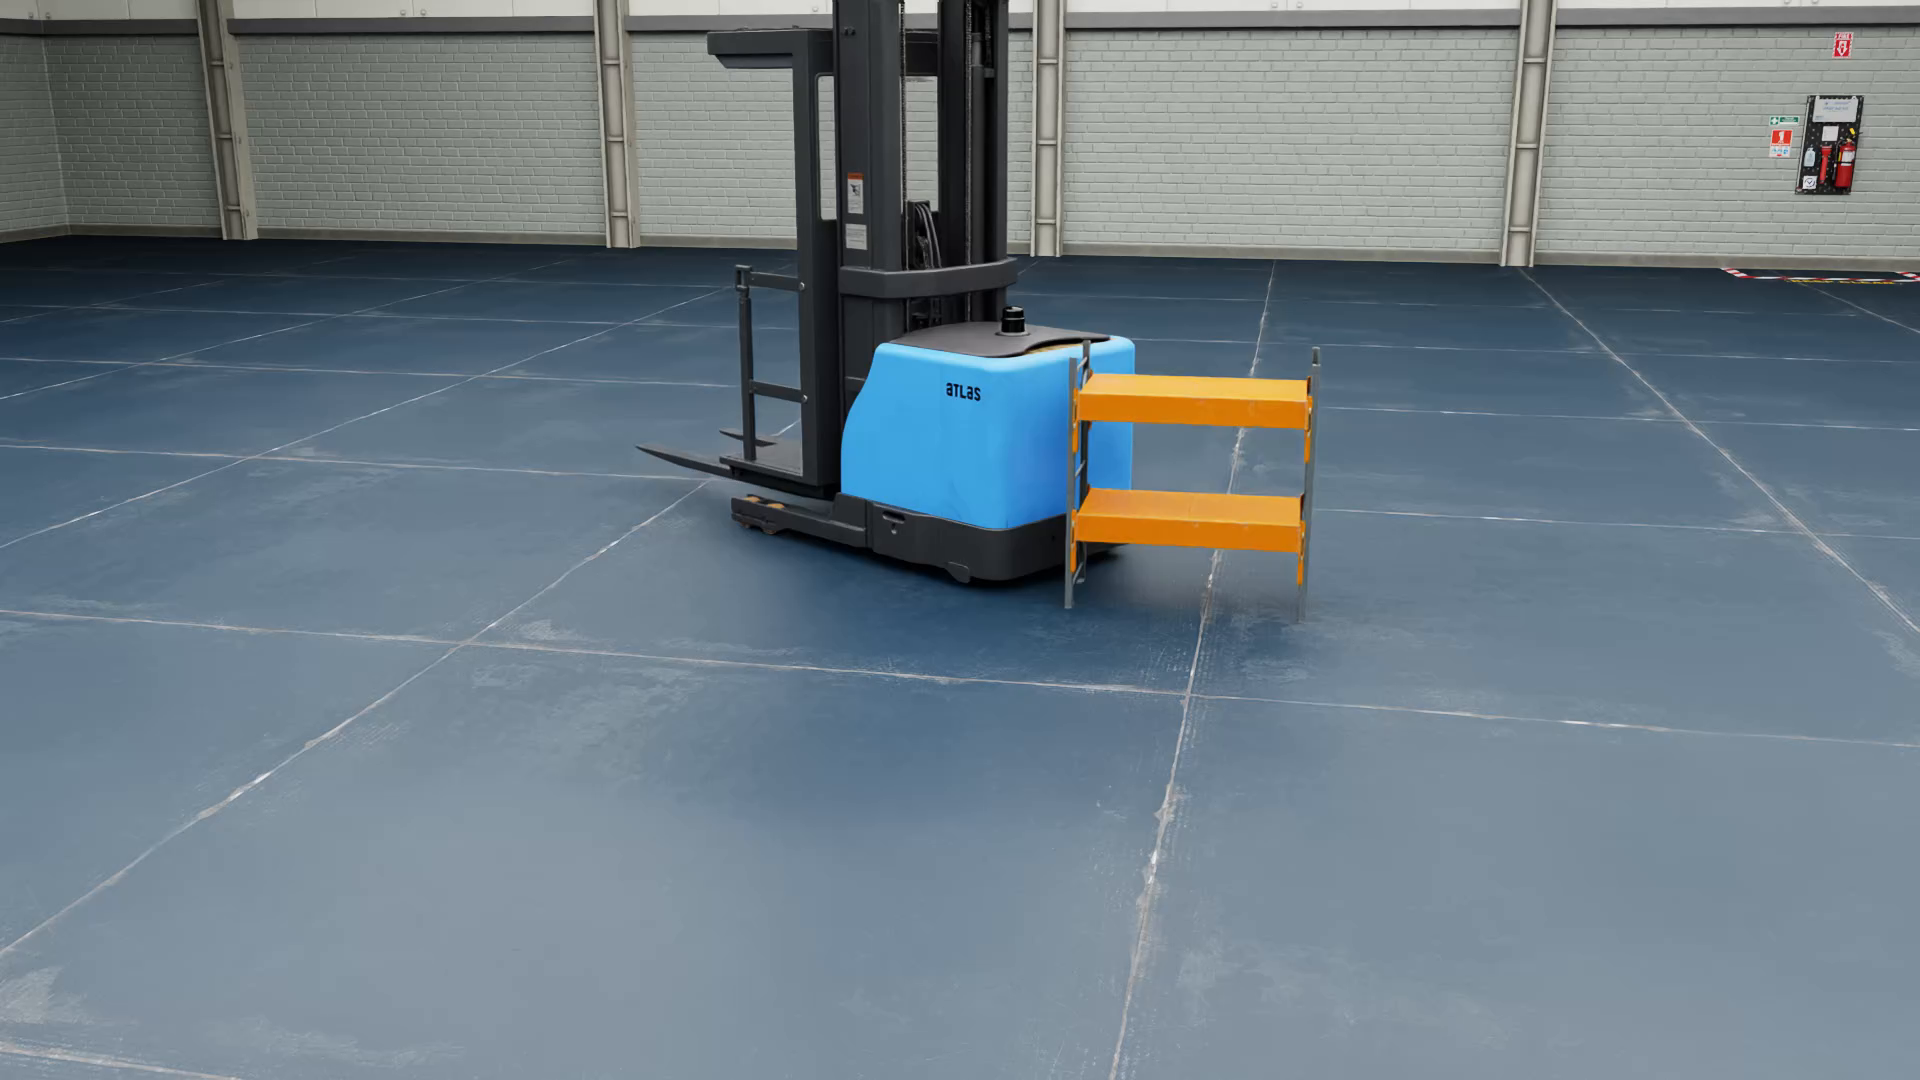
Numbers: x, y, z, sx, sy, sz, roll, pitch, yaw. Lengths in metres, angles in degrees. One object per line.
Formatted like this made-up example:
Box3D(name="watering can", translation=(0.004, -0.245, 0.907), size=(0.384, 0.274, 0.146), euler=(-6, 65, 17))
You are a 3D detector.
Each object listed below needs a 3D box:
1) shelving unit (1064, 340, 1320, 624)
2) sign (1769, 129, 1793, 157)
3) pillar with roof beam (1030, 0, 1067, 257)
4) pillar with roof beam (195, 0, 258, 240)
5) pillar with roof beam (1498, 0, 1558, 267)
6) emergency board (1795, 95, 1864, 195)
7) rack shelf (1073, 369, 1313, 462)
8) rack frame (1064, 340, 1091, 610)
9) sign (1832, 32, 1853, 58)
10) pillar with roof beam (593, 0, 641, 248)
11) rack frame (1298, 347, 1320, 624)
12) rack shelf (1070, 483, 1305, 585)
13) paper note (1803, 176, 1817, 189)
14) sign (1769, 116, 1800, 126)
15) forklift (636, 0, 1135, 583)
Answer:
Box3D(name="shelving unit", translation=(1.027, -0.271, 7.365), size=(1.048, 1.125, 0.538), euler=(3, 16, 11))
Box3D(name="sign", translation=(9.982, -4.824, 20.221), size=(0.234, 0.329, 0.001), euler=(3, 16, 11))
Box3D(name="pillar with roof beam", translation=(0.300, -7.012, 16.949), size=(0.400, 9.000, 9.100), euler=(3, 16, 11))
Box3D(name="pillar with roof beam", translation=(-11.459, -7.651, 19.254), size=(0.400, 9.000, 9.100), euler=(3, 16, 11))
Box3D(name="pillar with roof beam", translation=(6.180, -6.693, 15.797), size=(0.400, 9.000, 9.100), euler=(3, 16, 11))
Box3D(name="emergency board", translation=(10.503, -4.750, 20.022), size=(0.643, 1.169, 0.194), euler=(3, 16, 11))
Box3D(name="rack shelf", translation=(1.027, -0.554, 7.287), size=(1.000, 0.278, 0.538), euler=(3, 16, 11))
Box3D(name="rack frame", translation=(0.528, -0.298, 7.462), size=(0.032, 1.125, 0.500), euler=(3, 16, 11))
Box3D(name="sign", translation=(10.515, -5.894, 19.808), size=(0.199, 0.298, 0.001), euler=(3, 16, 11))
Box3D(name="pillar with roof beam", translation=(-5.580, -7.331, 18.102), size=(0.400, 9.000, 9.100), euler=(3, 16, 11))
Box3D(name="rack frame", translation=(1.525, -0.245, 7.268), size=(0.032, 1.125, 0.500), euler=(3, 16, 11))
Box3D(name="rack shelf", translation=(1.027, -0.036, 7.430), size=(1.000, 0.278, 0.538), euler=(3, 16, 11))
Box3D(name="paper note", translation=(10.343, -4.353, 20.239), size=(0.142, 0.148, 0.016), euler=(3, 16, 11))
Box3D(name="sign", translation=(9.985, -5.077, 20.141), size=(0.331, 0.109, 0.001), euler=(3, 16, 11))
Box3D(name="forklift", translation=(-0.556, -1.527, 8.512), size=(3.031, 2.935, 1.130), euler=(14, 21, 42))
